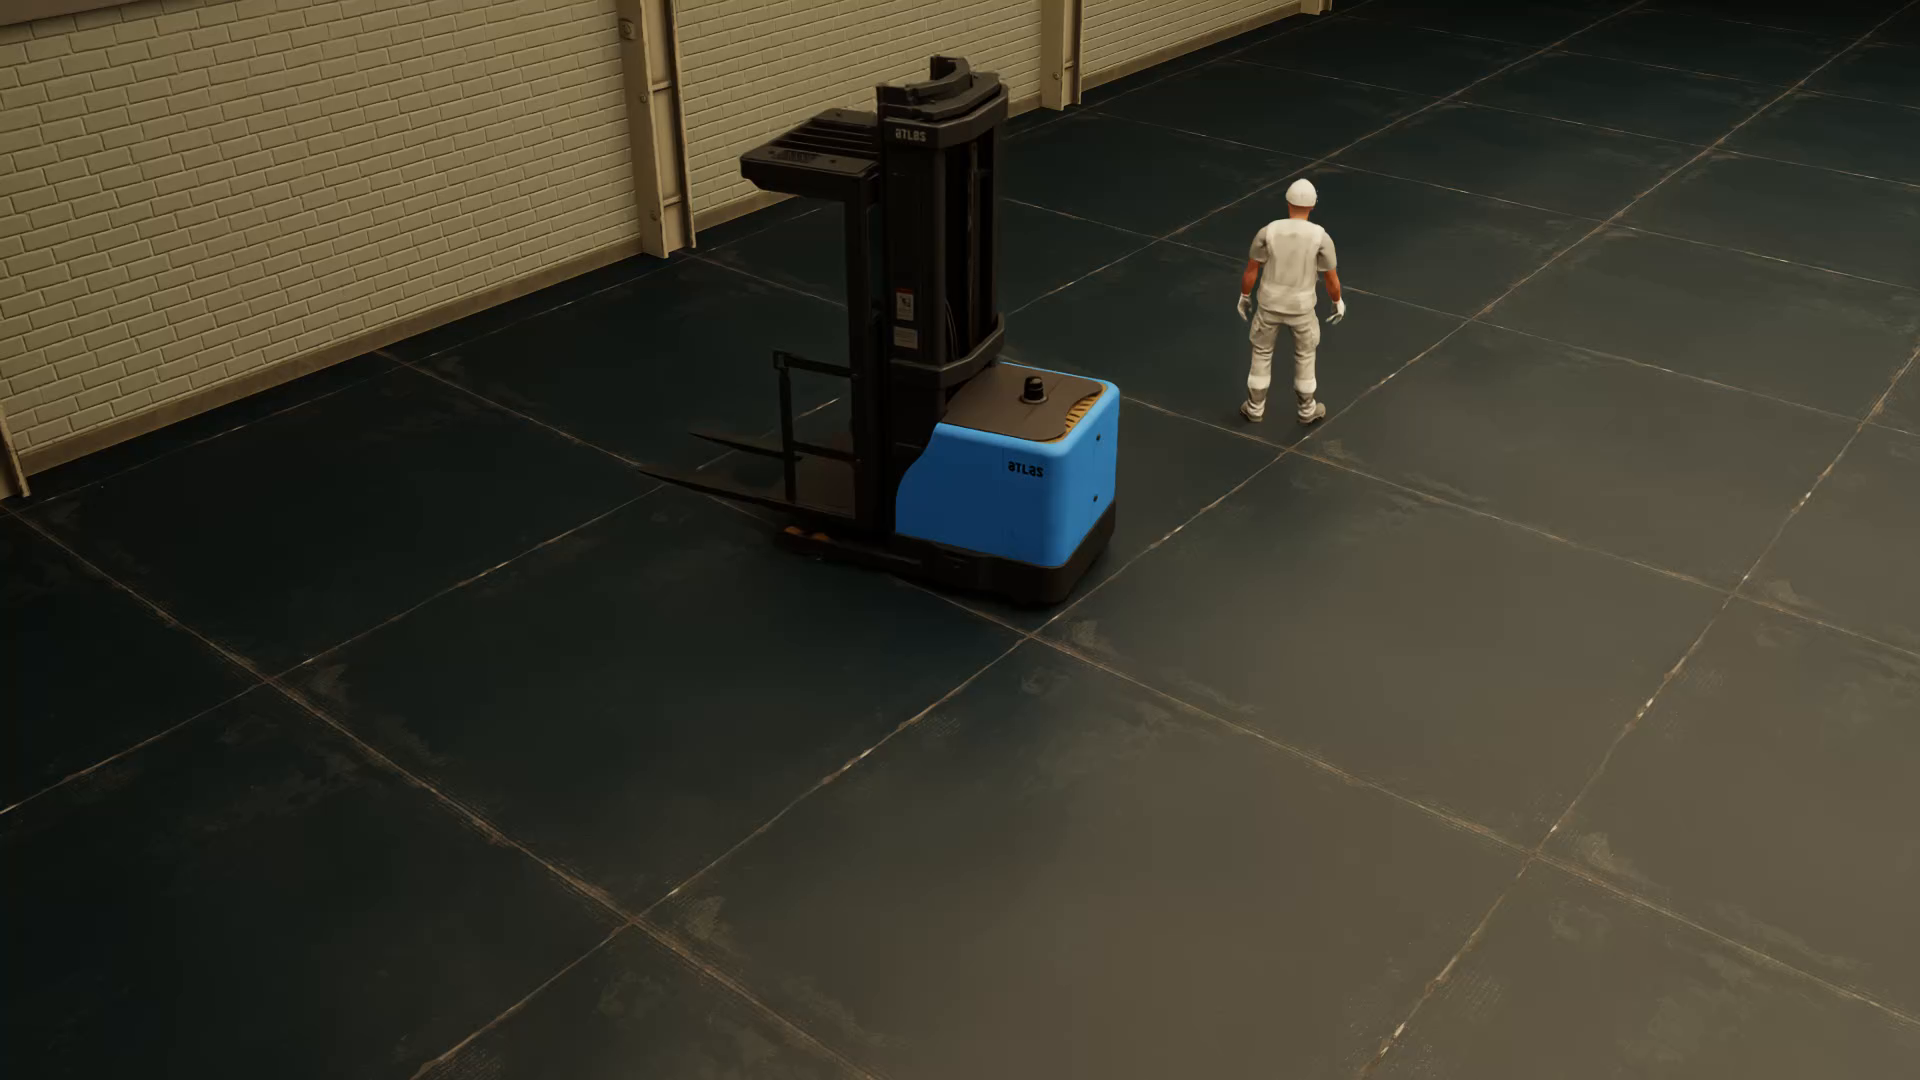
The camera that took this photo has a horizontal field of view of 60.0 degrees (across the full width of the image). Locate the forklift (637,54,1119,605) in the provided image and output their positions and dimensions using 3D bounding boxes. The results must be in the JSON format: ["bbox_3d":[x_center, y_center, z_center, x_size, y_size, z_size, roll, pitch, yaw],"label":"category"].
[{"bbox_3d":[-0.590,-1.371,9.940,3.031,2.935,1.130,13,33,21],"label":"forklift"}]

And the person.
[{"bbox_3d":[2.304,-1.646,11.552,0.722,1.791,0.462,8,31,14],"label":"person"}]
